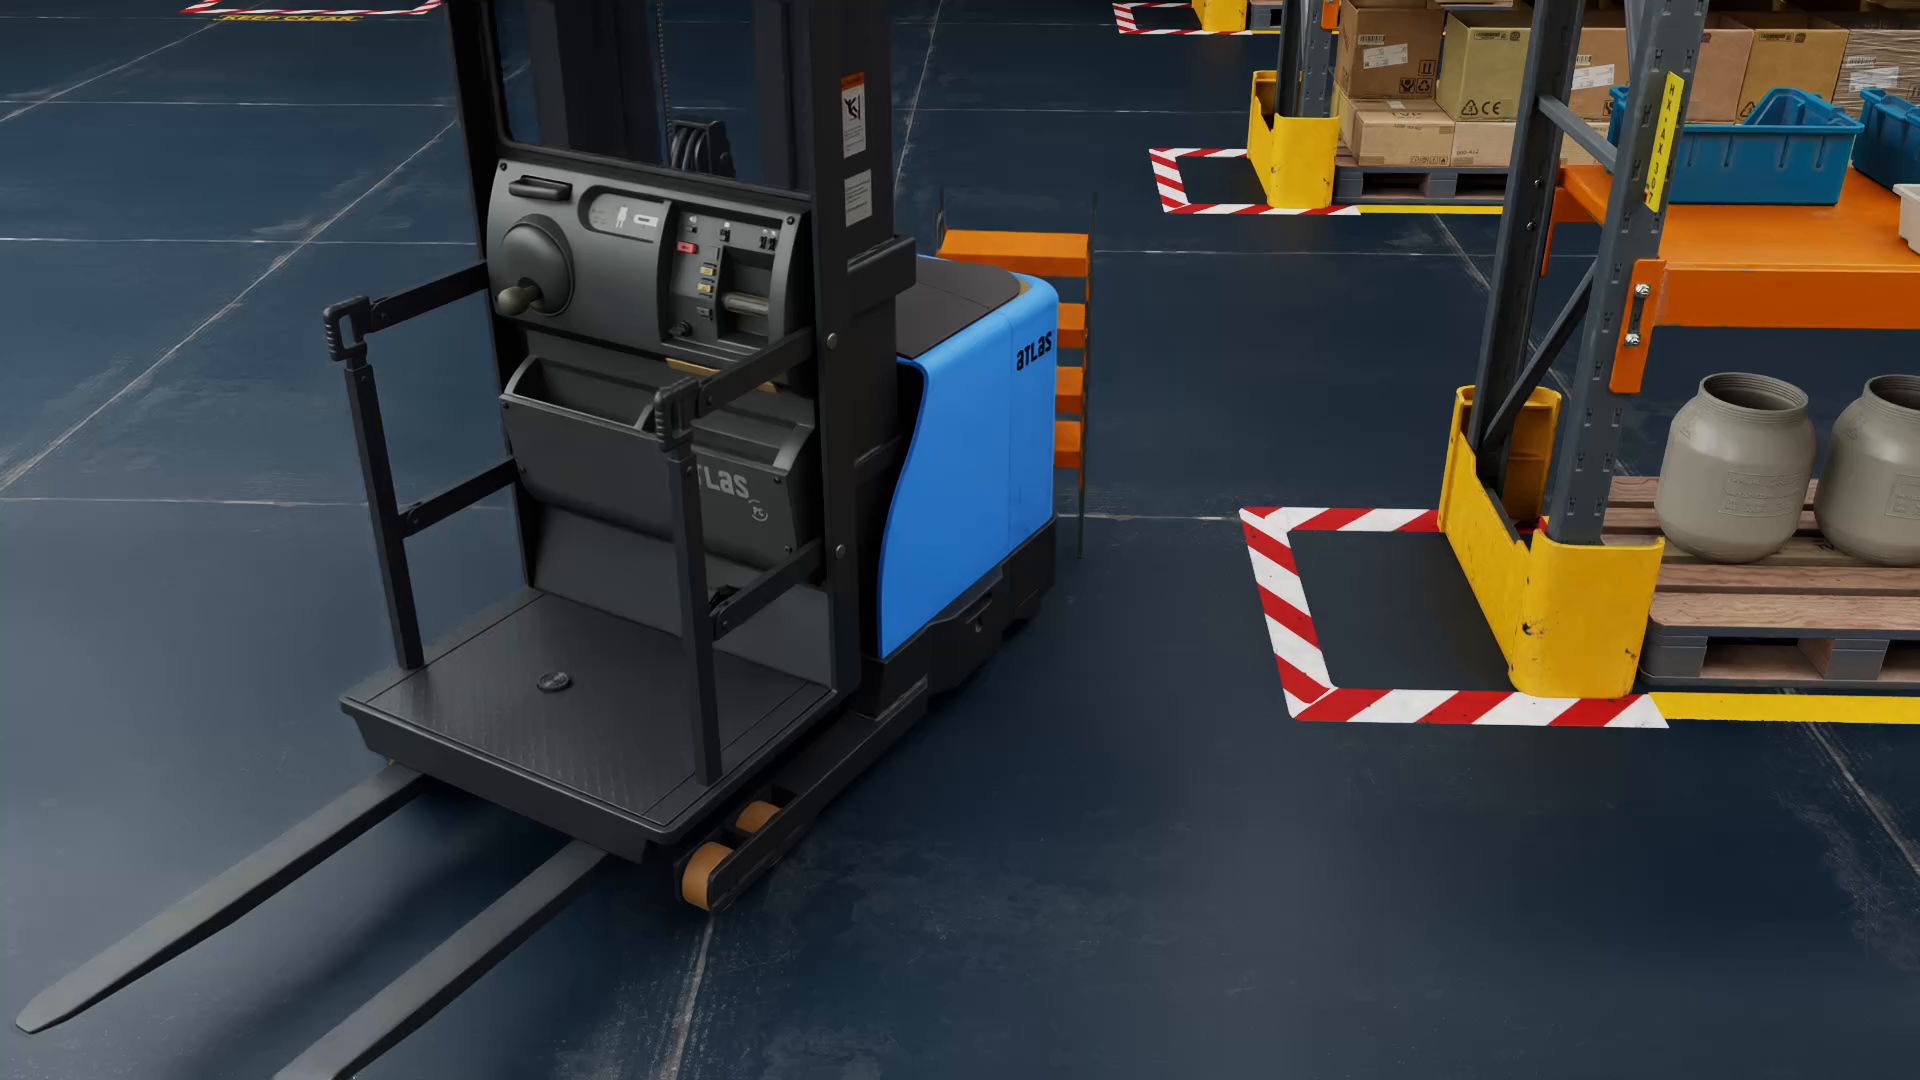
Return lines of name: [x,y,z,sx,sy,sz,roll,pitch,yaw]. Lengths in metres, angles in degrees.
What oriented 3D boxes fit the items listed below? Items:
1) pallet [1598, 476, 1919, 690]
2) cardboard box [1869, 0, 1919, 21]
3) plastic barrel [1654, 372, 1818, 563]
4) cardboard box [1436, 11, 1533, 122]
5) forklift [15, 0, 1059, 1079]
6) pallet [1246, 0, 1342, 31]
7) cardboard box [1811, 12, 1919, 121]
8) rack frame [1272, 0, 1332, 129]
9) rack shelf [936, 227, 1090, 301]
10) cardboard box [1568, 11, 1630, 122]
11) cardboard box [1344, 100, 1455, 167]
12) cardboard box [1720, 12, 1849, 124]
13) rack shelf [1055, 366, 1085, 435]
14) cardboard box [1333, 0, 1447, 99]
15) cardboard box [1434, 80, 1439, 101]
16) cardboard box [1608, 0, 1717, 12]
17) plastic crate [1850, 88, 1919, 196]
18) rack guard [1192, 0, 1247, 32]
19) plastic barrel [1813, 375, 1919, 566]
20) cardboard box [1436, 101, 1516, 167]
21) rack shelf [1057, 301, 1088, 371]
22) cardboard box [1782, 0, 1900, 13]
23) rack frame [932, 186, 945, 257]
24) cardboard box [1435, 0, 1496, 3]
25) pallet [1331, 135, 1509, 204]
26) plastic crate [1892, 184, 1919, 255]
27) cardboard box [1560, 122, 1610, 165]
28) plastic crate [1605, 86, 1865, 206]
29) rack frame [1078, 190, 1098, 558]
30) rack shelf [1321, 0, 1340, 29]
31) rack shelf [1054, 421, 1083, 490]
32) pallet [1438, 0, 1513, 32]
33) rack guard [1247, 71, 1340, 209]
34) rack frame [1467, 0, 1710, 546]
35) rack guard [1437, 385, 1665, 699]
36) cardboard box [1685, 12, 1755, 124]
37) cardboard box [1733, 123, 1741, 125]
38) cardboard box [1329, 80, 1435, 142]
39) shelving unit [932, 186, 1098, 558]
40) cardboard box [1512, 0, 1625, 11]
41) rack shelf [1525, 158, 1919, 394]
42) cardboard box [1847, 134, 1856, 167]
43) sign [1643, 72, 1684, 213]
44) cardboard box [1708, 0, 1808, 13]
pallet: [2.646,0.113,5.312,1.213,0.211,1.003,1,28,2]
cardboard box: [5.480,-2.823,9.559,0.500,0.500,0.500,1,28,2]
plastic barrel: [2.417,-0.226,5.181,0.421,0.512,0.421,0,28,0]
cardboard box: [2.963,-2.614,9.166,0.500,0.500,0.500,1,28,2]
forklift: [-0.880,-0.638,3.824,1.130,2.935,3.031,16,32,27]
pallet: [2.993,-4.488,13.991,1.213,0.211,1.003,1,28,2]
cardboard box: [4.962,-2.588,9.116,0.500,0.500,0.500,1,28,2]
rack frame: [1.935,-3.433,9.023,0.127,3.000,1.000,1,28,2]
rack shelf: [0.175,-0.882,5.294,0.480,0.148,0.258,3,28,5]
cardboard box: [3.463,-2.612,9.162,0.500,0.500,0.500,1,28,2]
cardboard box: [2.463,-2.290,9.356,0.500,0.250,0.500,1,28,2]
cardboard box: [4.462,-2.594,9.128,0.500,0.500,0.500,1,28,2]
rack shelf: [0.175,-0.476,5.510,0.480,0.148,0.258,3,28,5]
cardboard box: [2.481,-2.865,9.639,0.500,0.500,0.500,1,28,2]
cardboard box: [2.981,-2.530,9.808,0.500,0.250,0.500,1,28,2]
cardboard box: [3.981,-2.847,9.604,0.500,0.500,0.500,1,28,2]
plastic crate: [2.916,-1.167,4.908,0.408,0.251,0.499,1,28,2]
rack guard: [2.182,-4.646,13.980,0.348,0.500,1.175,1,28,2]
plastic barrel: [2.918,-0.217,5.165,0.421,0.512,0.421,0,28,0]
cardboard box: [2.963,-2.284,9.343,0.500,0.250,0.500,1,28,2]
rack shelf: [0.175,-0.673,5.405,0.480,0.148,0.258,3,28,5]
cardboard box: [4.980,-2.827,9.568,0.500,0.500,0.500,1,28,2]
rack frame: [-0.067,-0.546,5.499,0.015,1.200,0.240,3,28,5]
cardboard box: [4.095,-4.743,13.694,0.500,0.500,0.700,-1,28,-1]
pallet: [2.701,-2.208,9.689,1.213,0.211,1.003,1,28,2]
plastic crate: [2.639,-0.832,4.399,0.250,0.136,0.298,1,28,2]
cardboard box: [3.463,-2.275,9.327,0.500,0.250,0.500,1,28,2]
plastic crate: [2.267,-1.180,4.933,0.616,0.251,0.499,1,28,2]
rack frame: [0.418,-0.524,5.458,0.015,1.200,0.240,3,28,5]
rack shelf: [3.934,-3.082,9.129,4.000,0.370,1.077,1,28,2]
rack shelf: [0.175,-0.300,5.603,0.480,0.148,0.258,3,28,5]
pallet: [4.209,-4.467,13.951,1.213,0.211,1.003,1,28,2]
rack guard: [1.911,-2.329,9.609,0.348,0.500,1.175,1,28,2]
rack frame: [1.756,-1.114,4.649,0.127,3.000,1.000,1,28,2]
rack guard: [1.834,-0.031,5.274,0.348,0.500,1.175,1,28,2]
cardboard box: [3.962,-2.596,9.131,0.500,0.500,0.500,1,28,2]
cardboard box: [4.462,-2.257,9.292,0.500,0.250,0.500,1,28,2]
cardboard box: [2.481,-2.533,9.813,0.500,0.250,0.500,1,28,2]
shelving unit: [0.175,-0.535,5.478,0.503,1.200,0.258,3,28,5]
cardboard box: [3.481,-2.856,9.621,0.500,0.500,0.500,1,28,2]
rack shelf: [3.755,-0.763,4.756,4.000,0.370,1.077,1,28,2]
cardboard box: [4.962,-2.256,9.290,0.500,0.250,0.500,1,28,2]
sign: [1.733,-0.979,4.099,0.005,0.325,0.100,1,28,2]
cardboard box: [4.481,-2.839,9.590,0.500,0.500,0.500,1,28,2]
